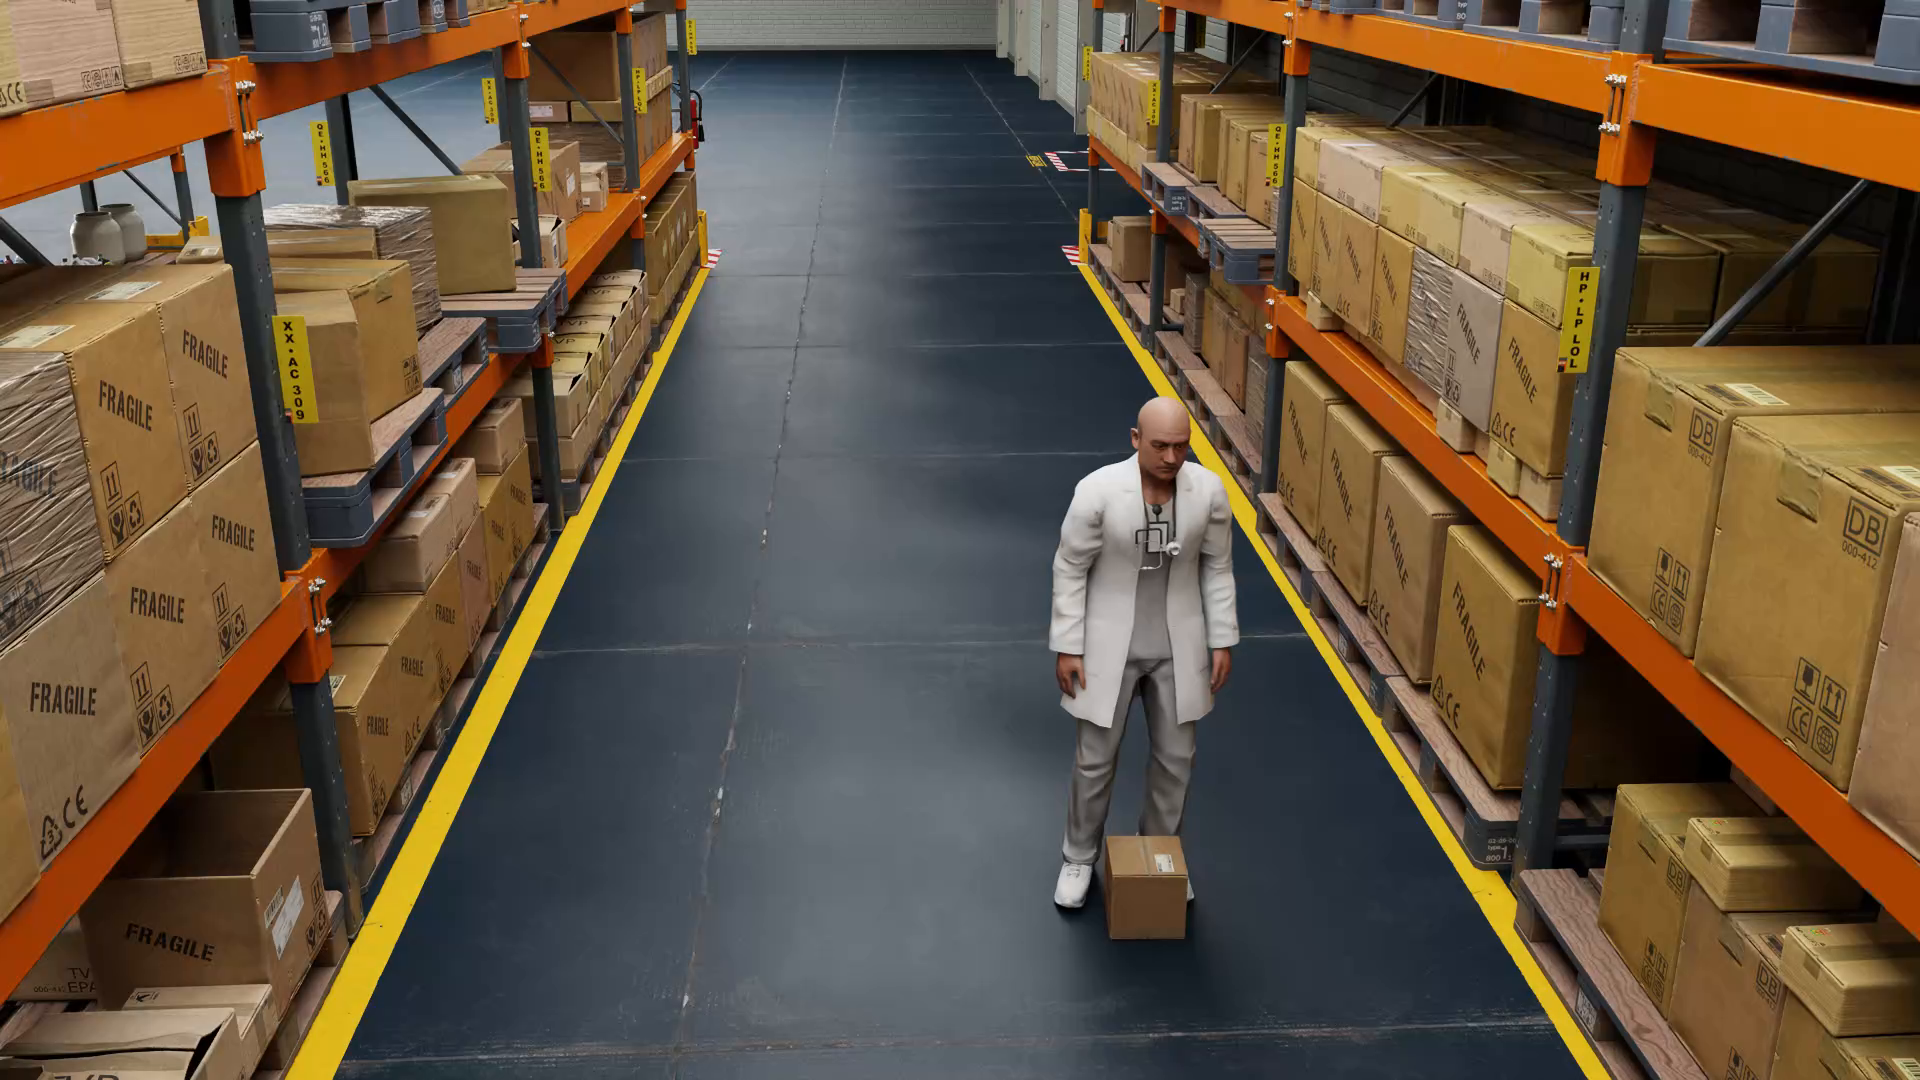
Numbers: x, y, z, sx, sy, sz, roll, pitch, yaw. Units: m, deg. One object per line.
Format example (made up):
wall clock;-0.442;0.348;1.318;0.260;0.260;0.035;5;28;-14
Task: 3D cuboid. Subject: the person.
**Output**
person;0.620;0.371;5.585;0.653;1.774;0.424;-2;20;-6
